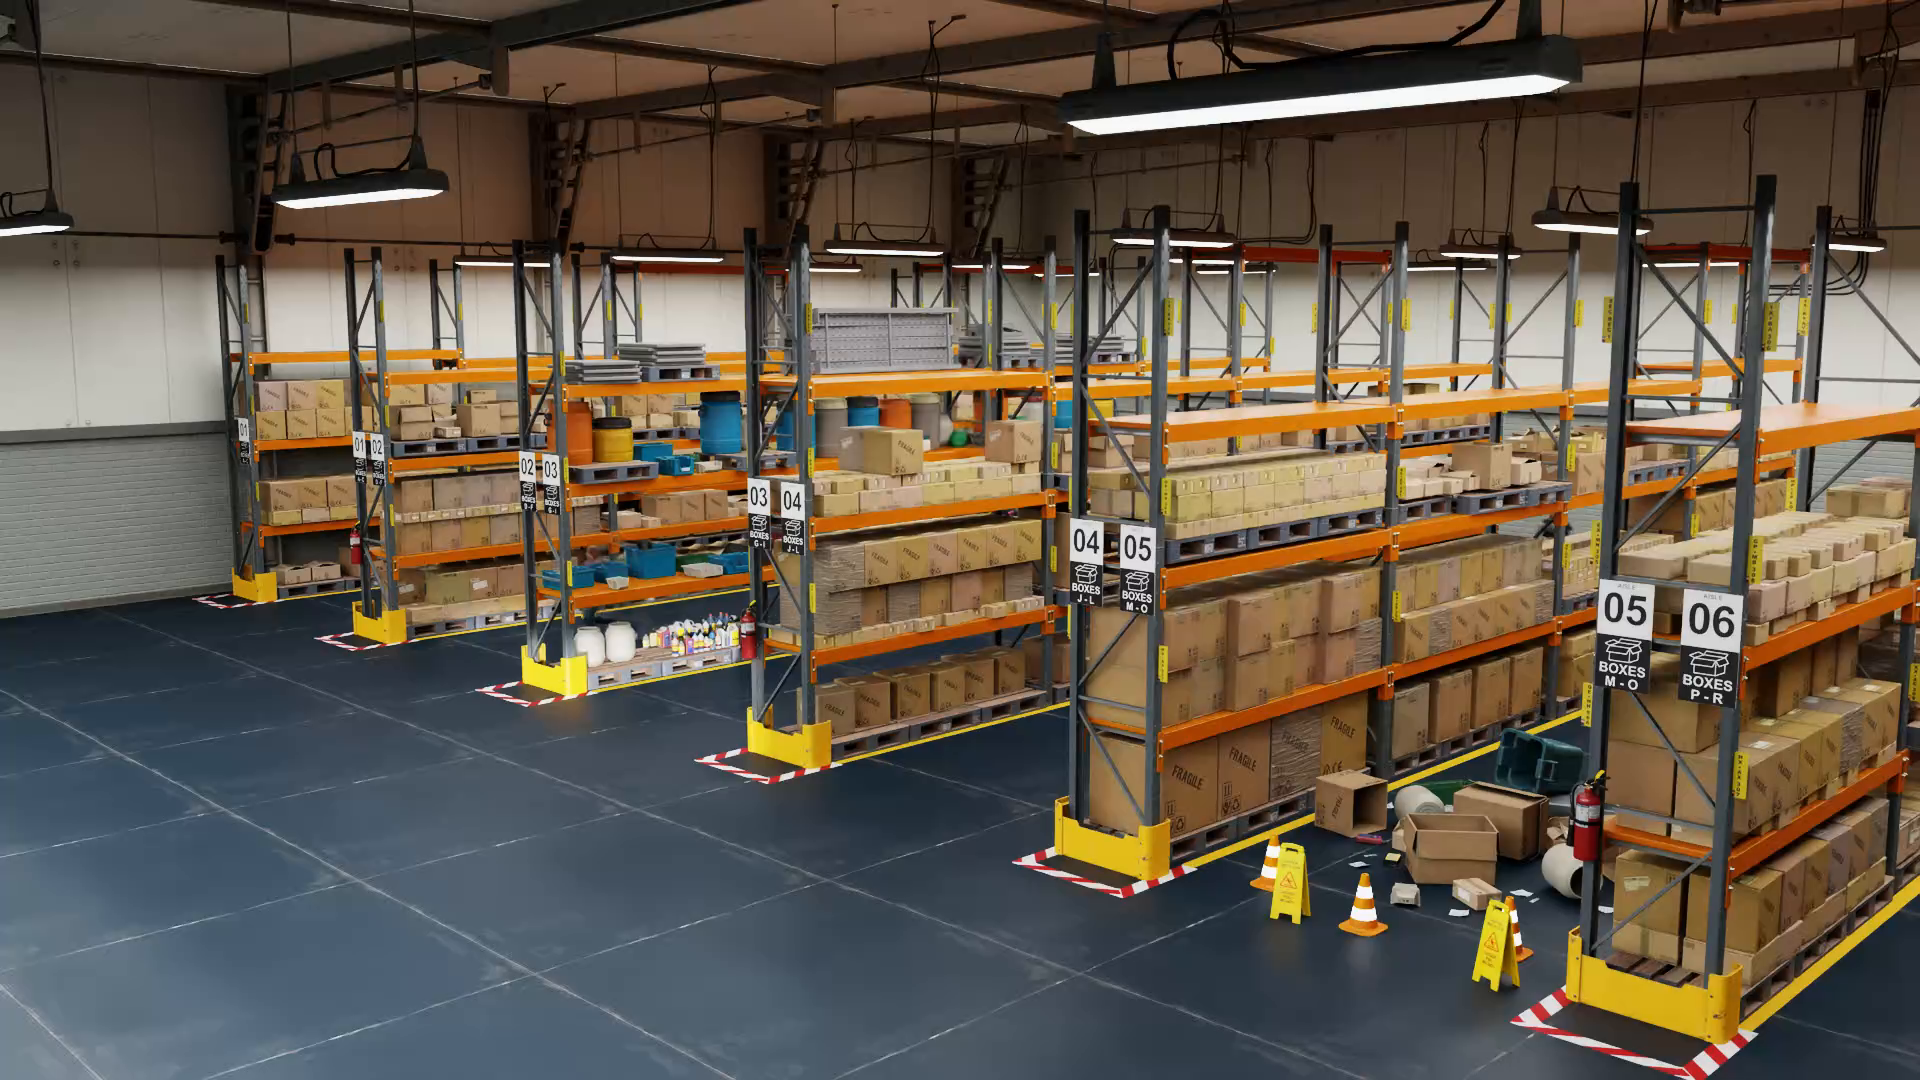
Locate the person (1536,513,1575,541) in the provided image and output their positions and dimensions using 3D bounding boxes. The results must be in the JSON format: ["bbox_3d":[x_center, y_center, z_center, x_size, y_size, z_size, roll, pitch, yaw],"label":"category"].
[{"bbox_3d":[10.279,0.251,28.777,0.631,1.745,0.728,3,9,22],"label":"person"}]

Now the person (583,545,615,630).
[{"bbox_3d":[-5.489,0.860,25.022,0.547,1.584,0.732,6,10,38],"label":"person"}]

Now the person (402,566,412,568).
[{"bbox_3d":[-9.363,0.385,28.087,0.589,1.664,0.918,5,10,34],"label":"person"}]
